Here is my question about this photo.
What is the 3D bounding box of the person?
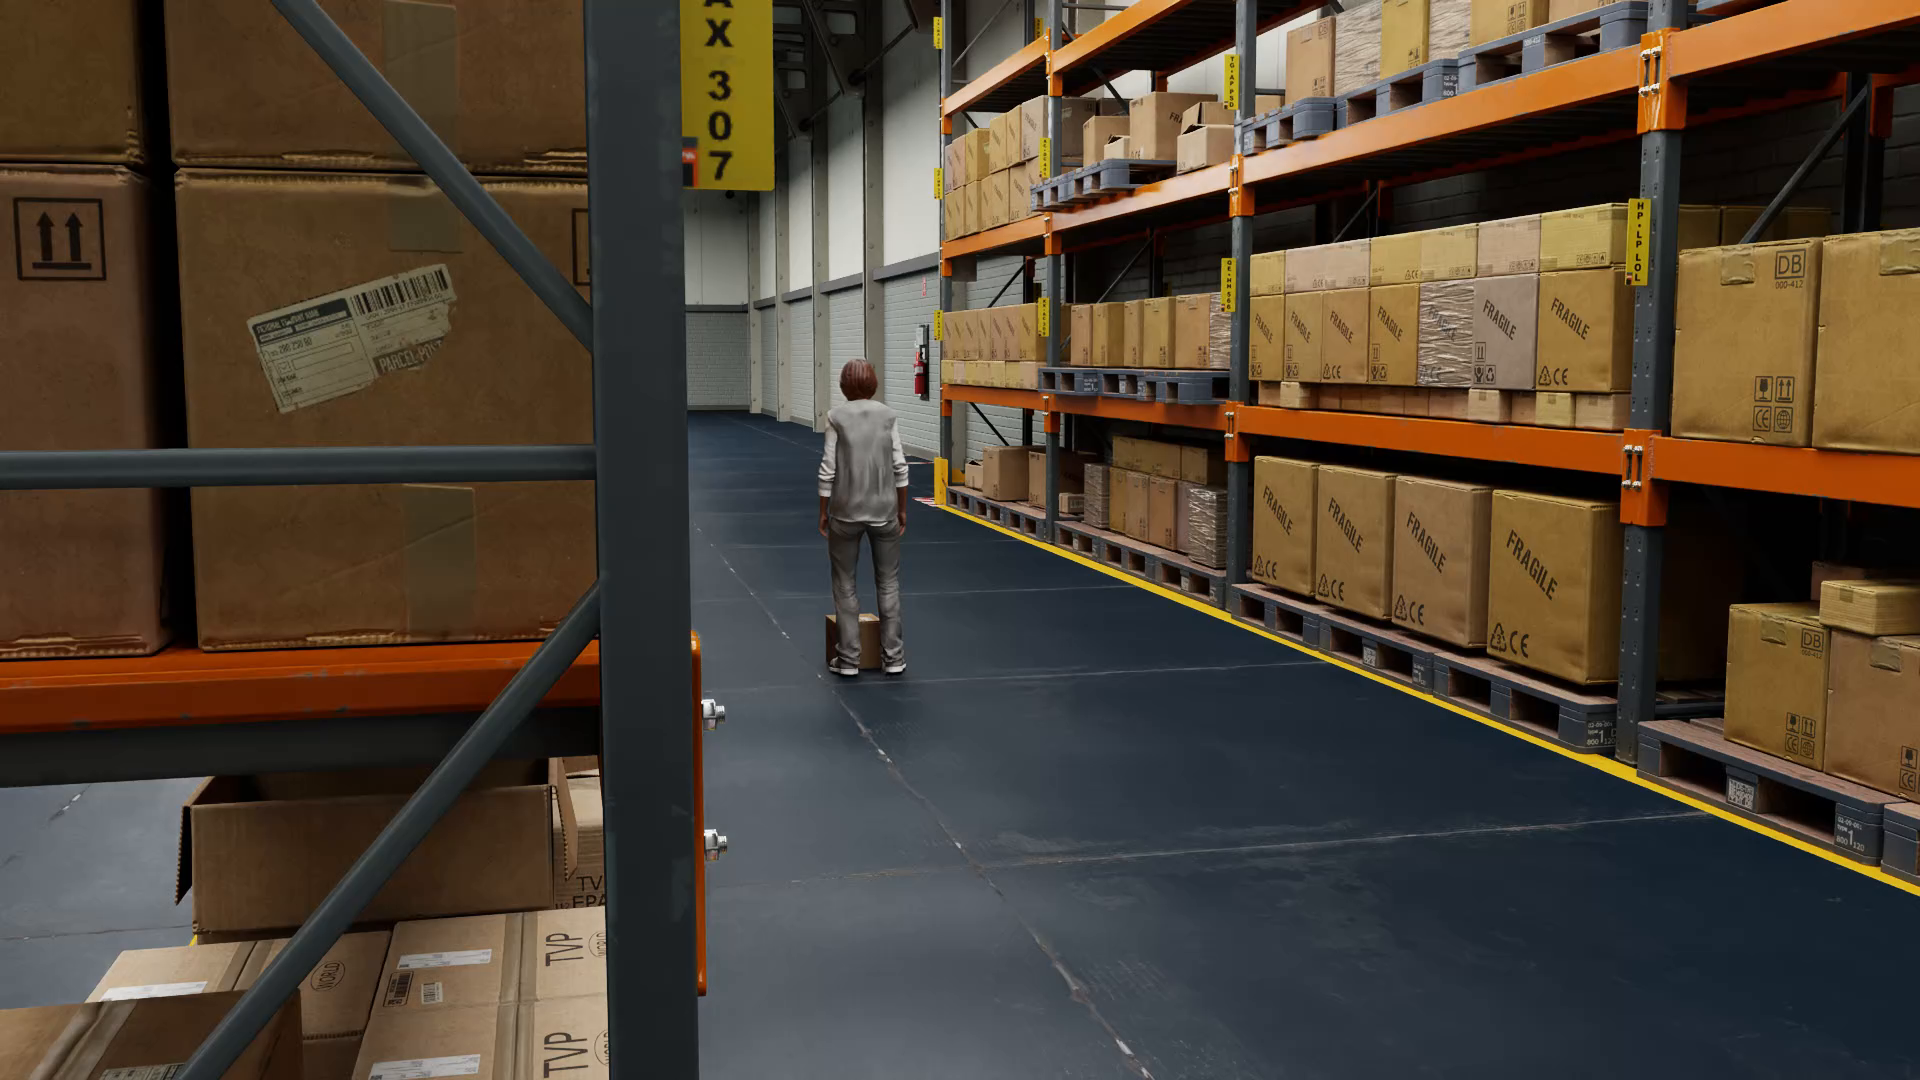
[{"bbox_3d":[-0.486,-0.112,8.383,0.461,1.593,0.343,-2,7,-13],"label":"person"}]
